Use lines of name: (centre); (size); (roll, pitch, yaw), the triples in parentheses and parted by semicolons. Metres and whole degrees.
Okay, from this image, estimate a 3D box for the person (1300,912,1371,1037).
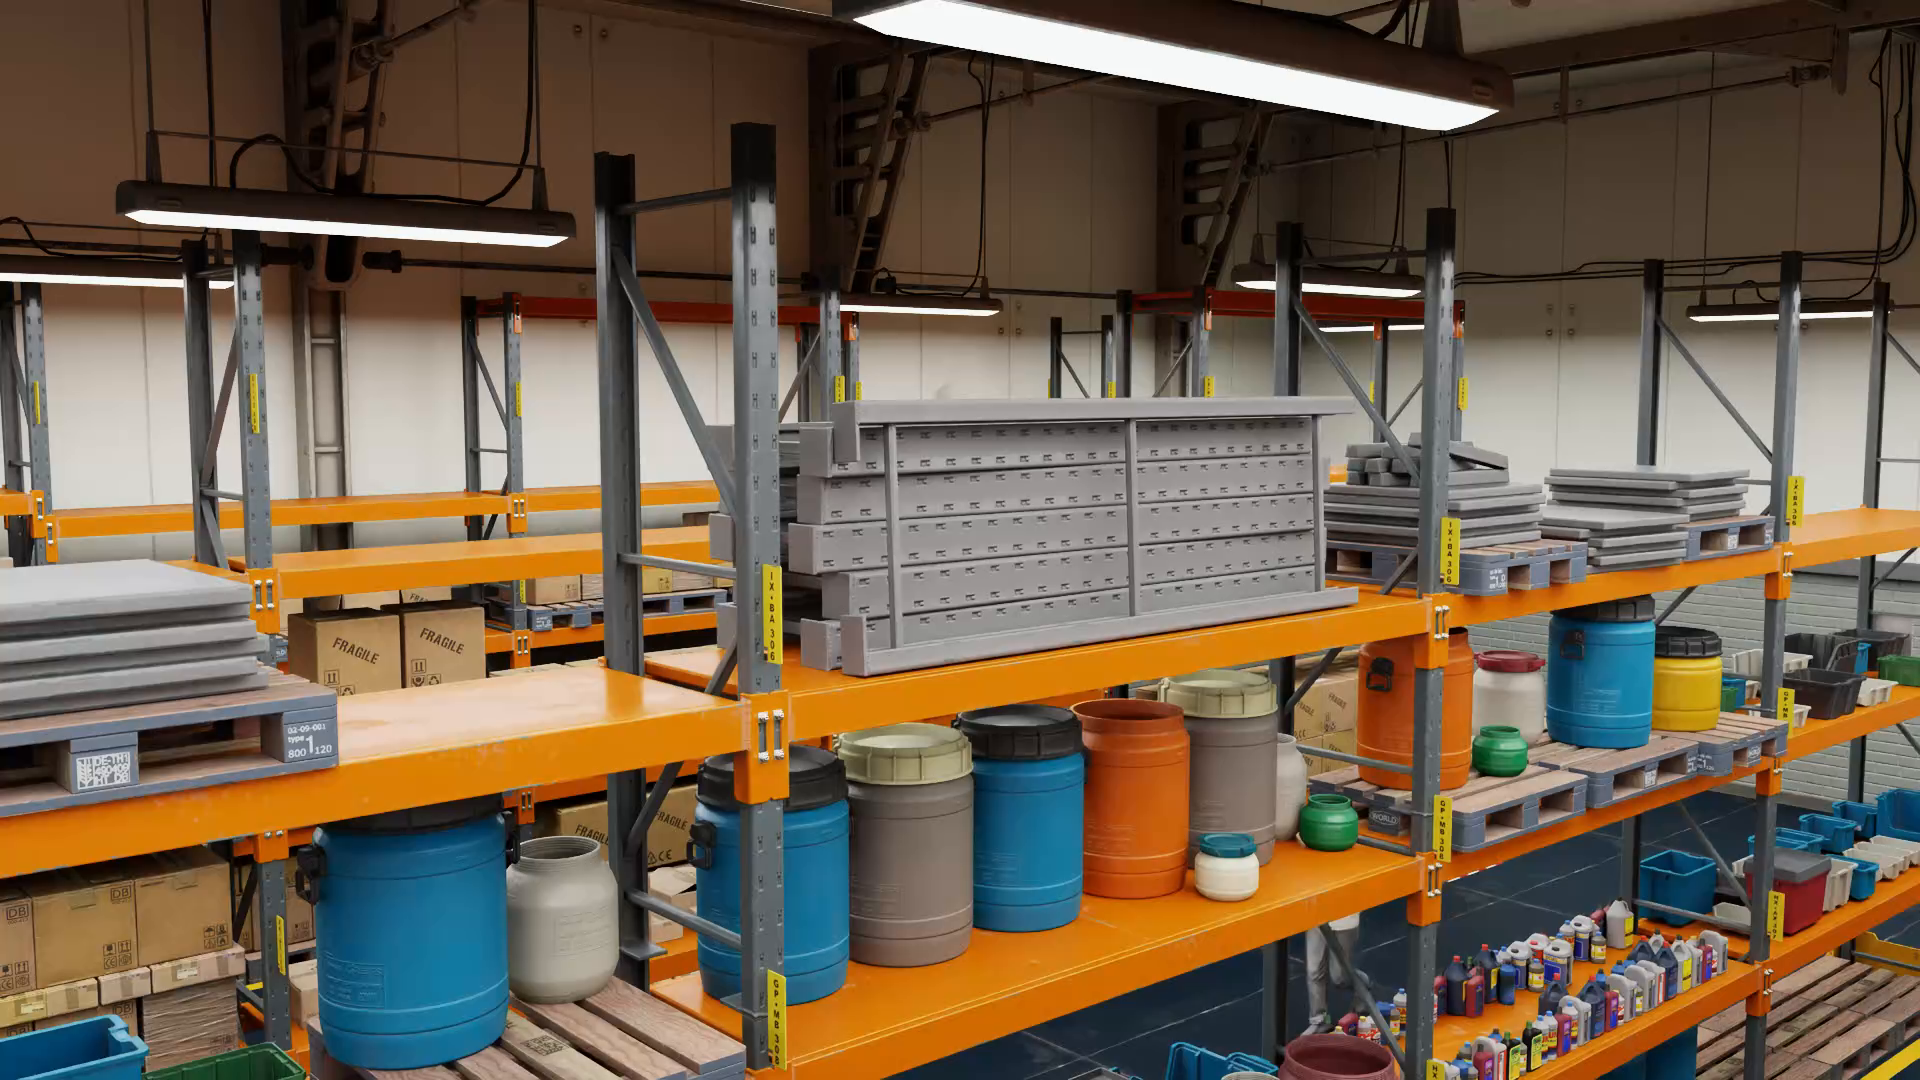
person: (2.953, 3.043, 13.246); (0.689, 1.742, 0.866); (4, 7, 38)
